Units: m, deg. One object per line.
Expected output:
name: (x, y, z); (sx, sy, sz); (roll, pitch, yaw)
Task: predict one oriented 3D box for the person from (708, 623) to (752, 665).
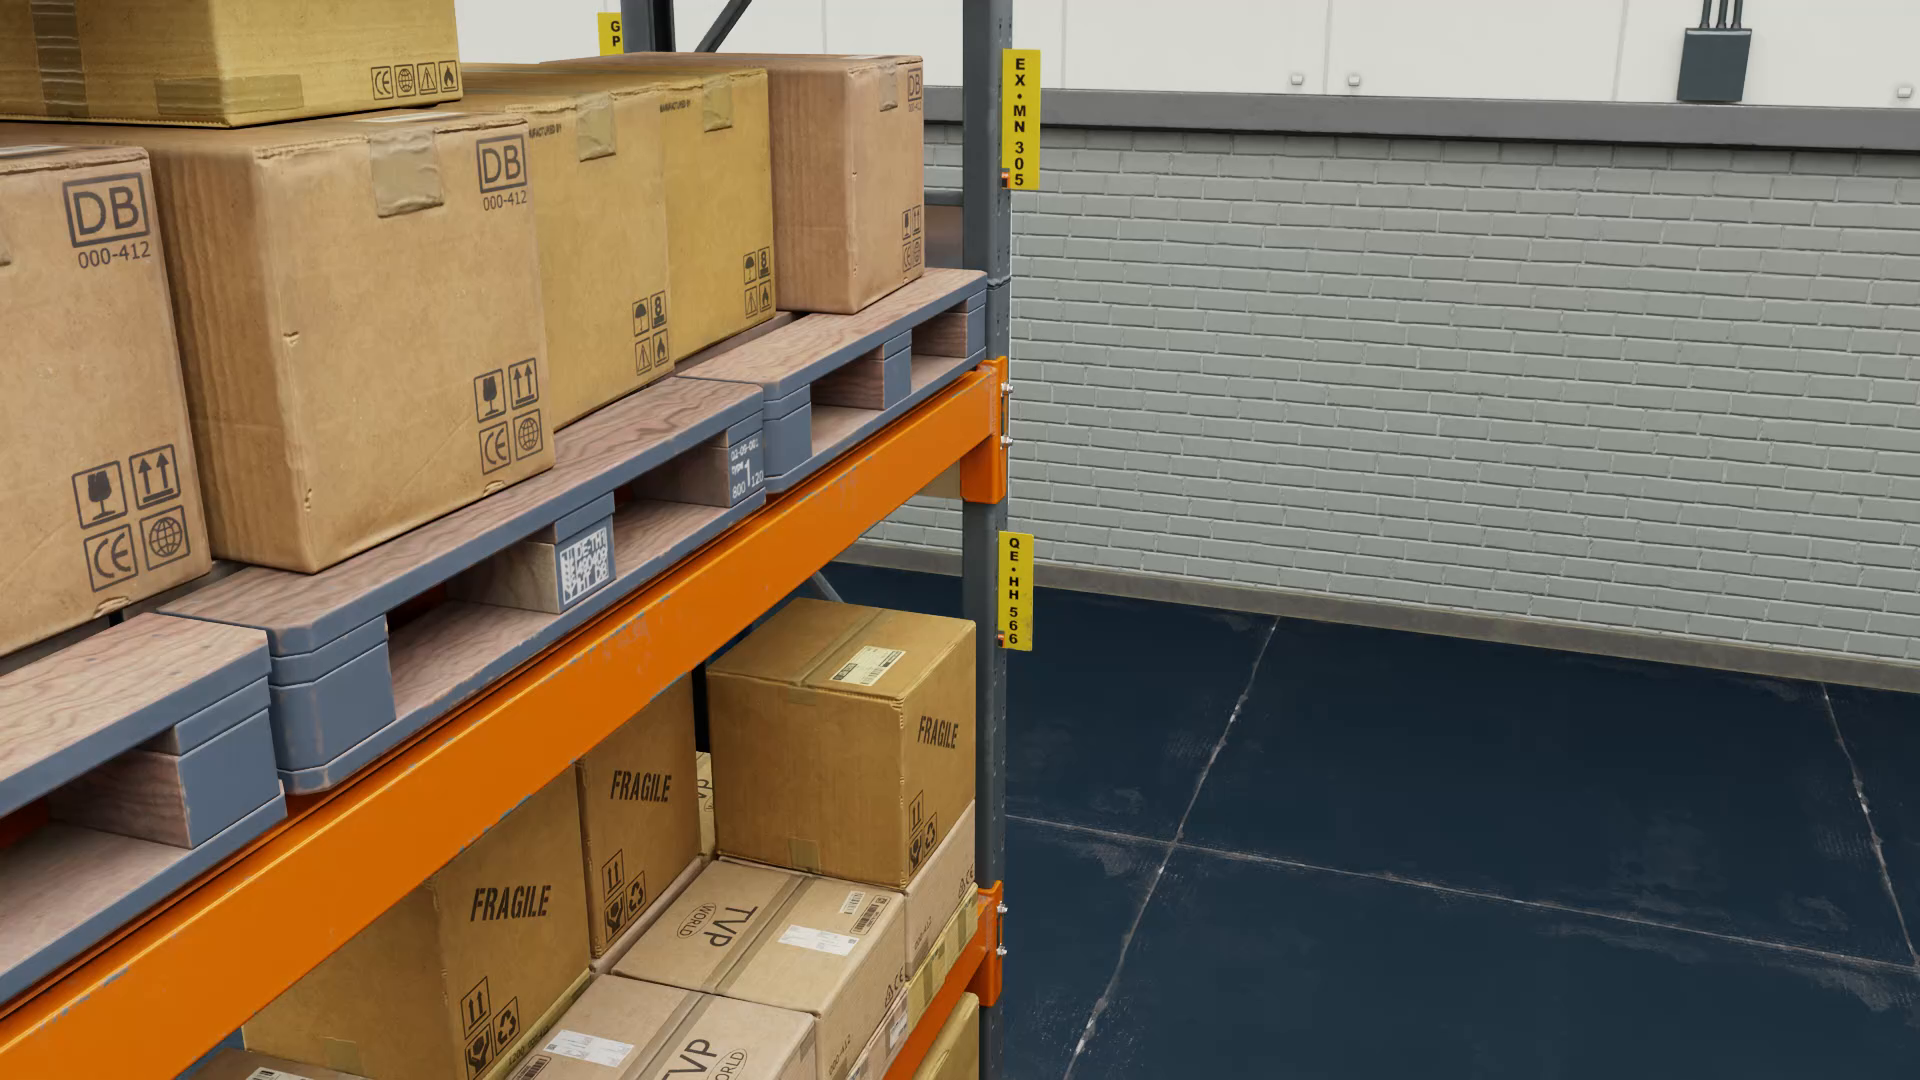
person: (-1.149, 0.296, 8.218); (0.301, 1.597, 0.405); (7, 20, 19)
